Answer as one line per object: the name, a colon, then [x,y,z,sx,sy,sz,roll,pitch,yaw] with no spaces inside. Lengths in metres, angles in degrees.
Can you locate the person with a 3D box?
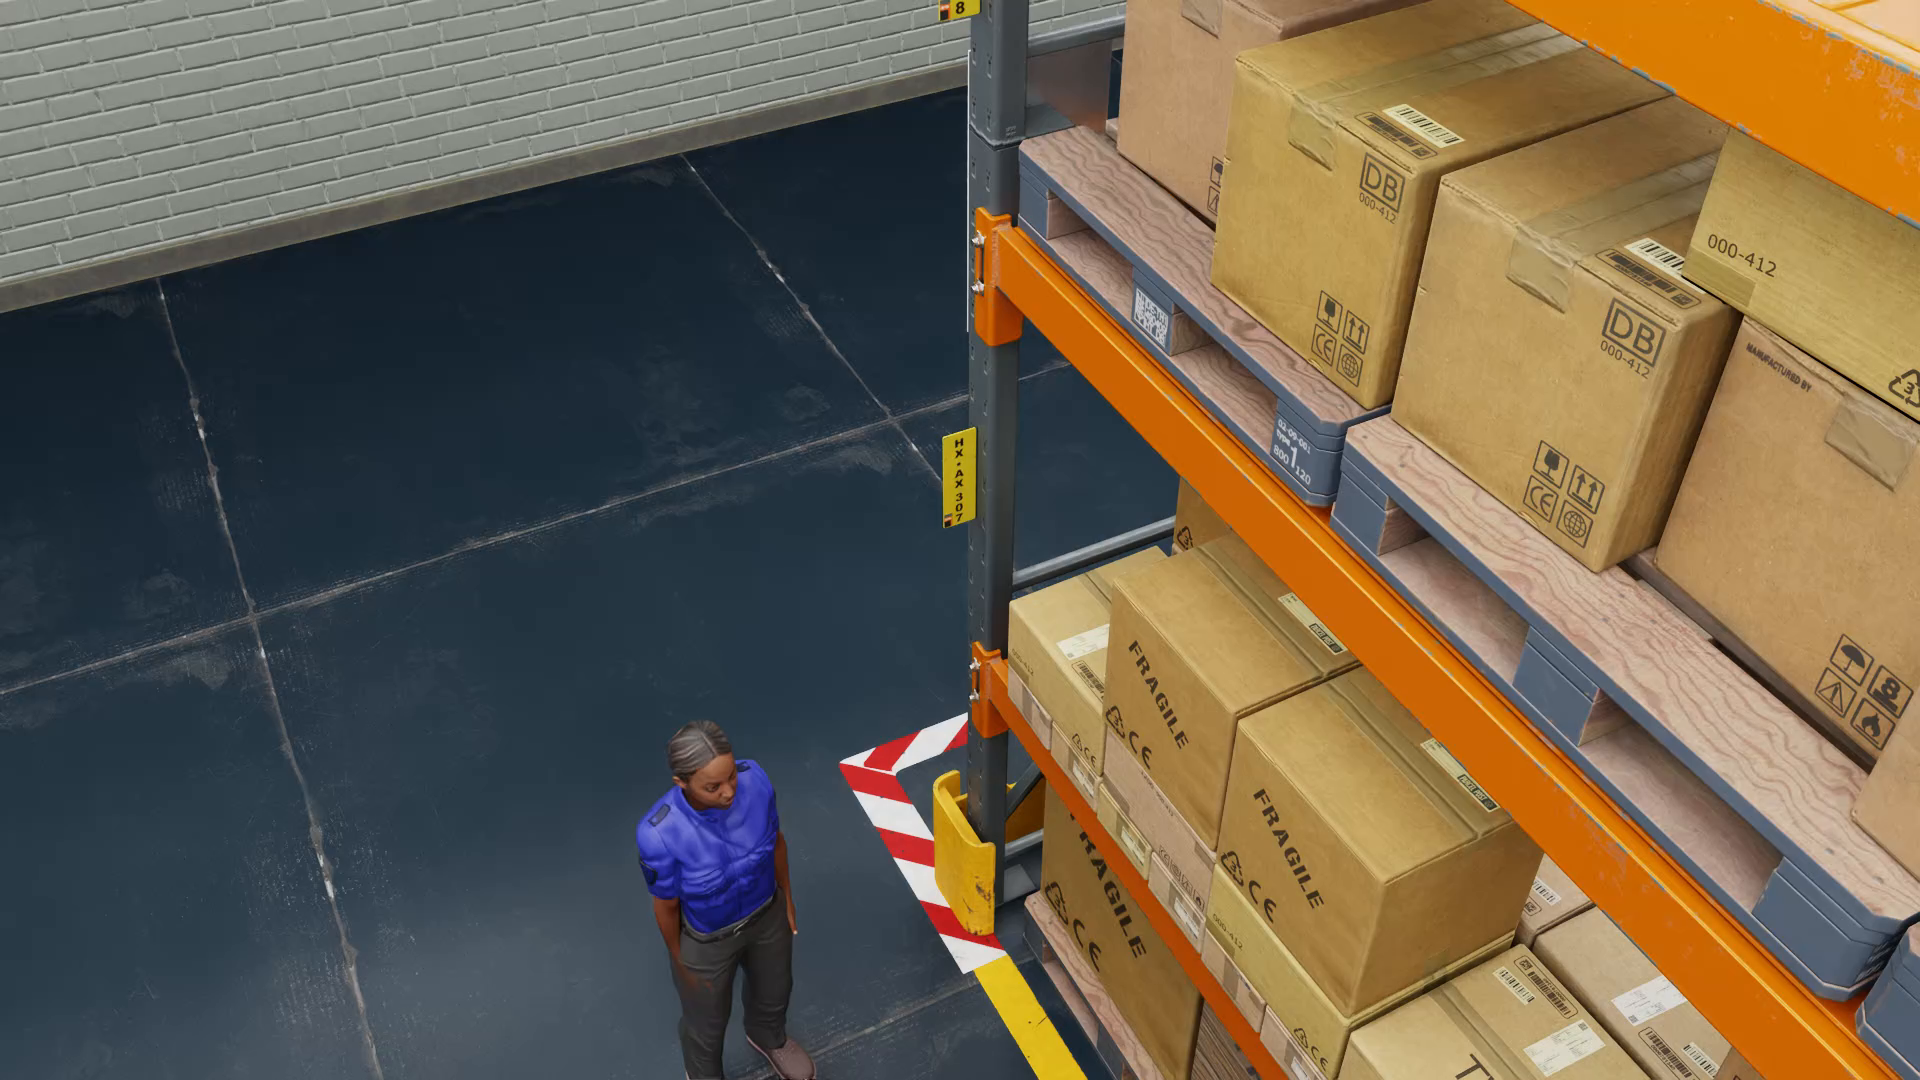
person: [-0.674,1.130,4.889,0.438,1.661,0.307,-29,49,-29]
